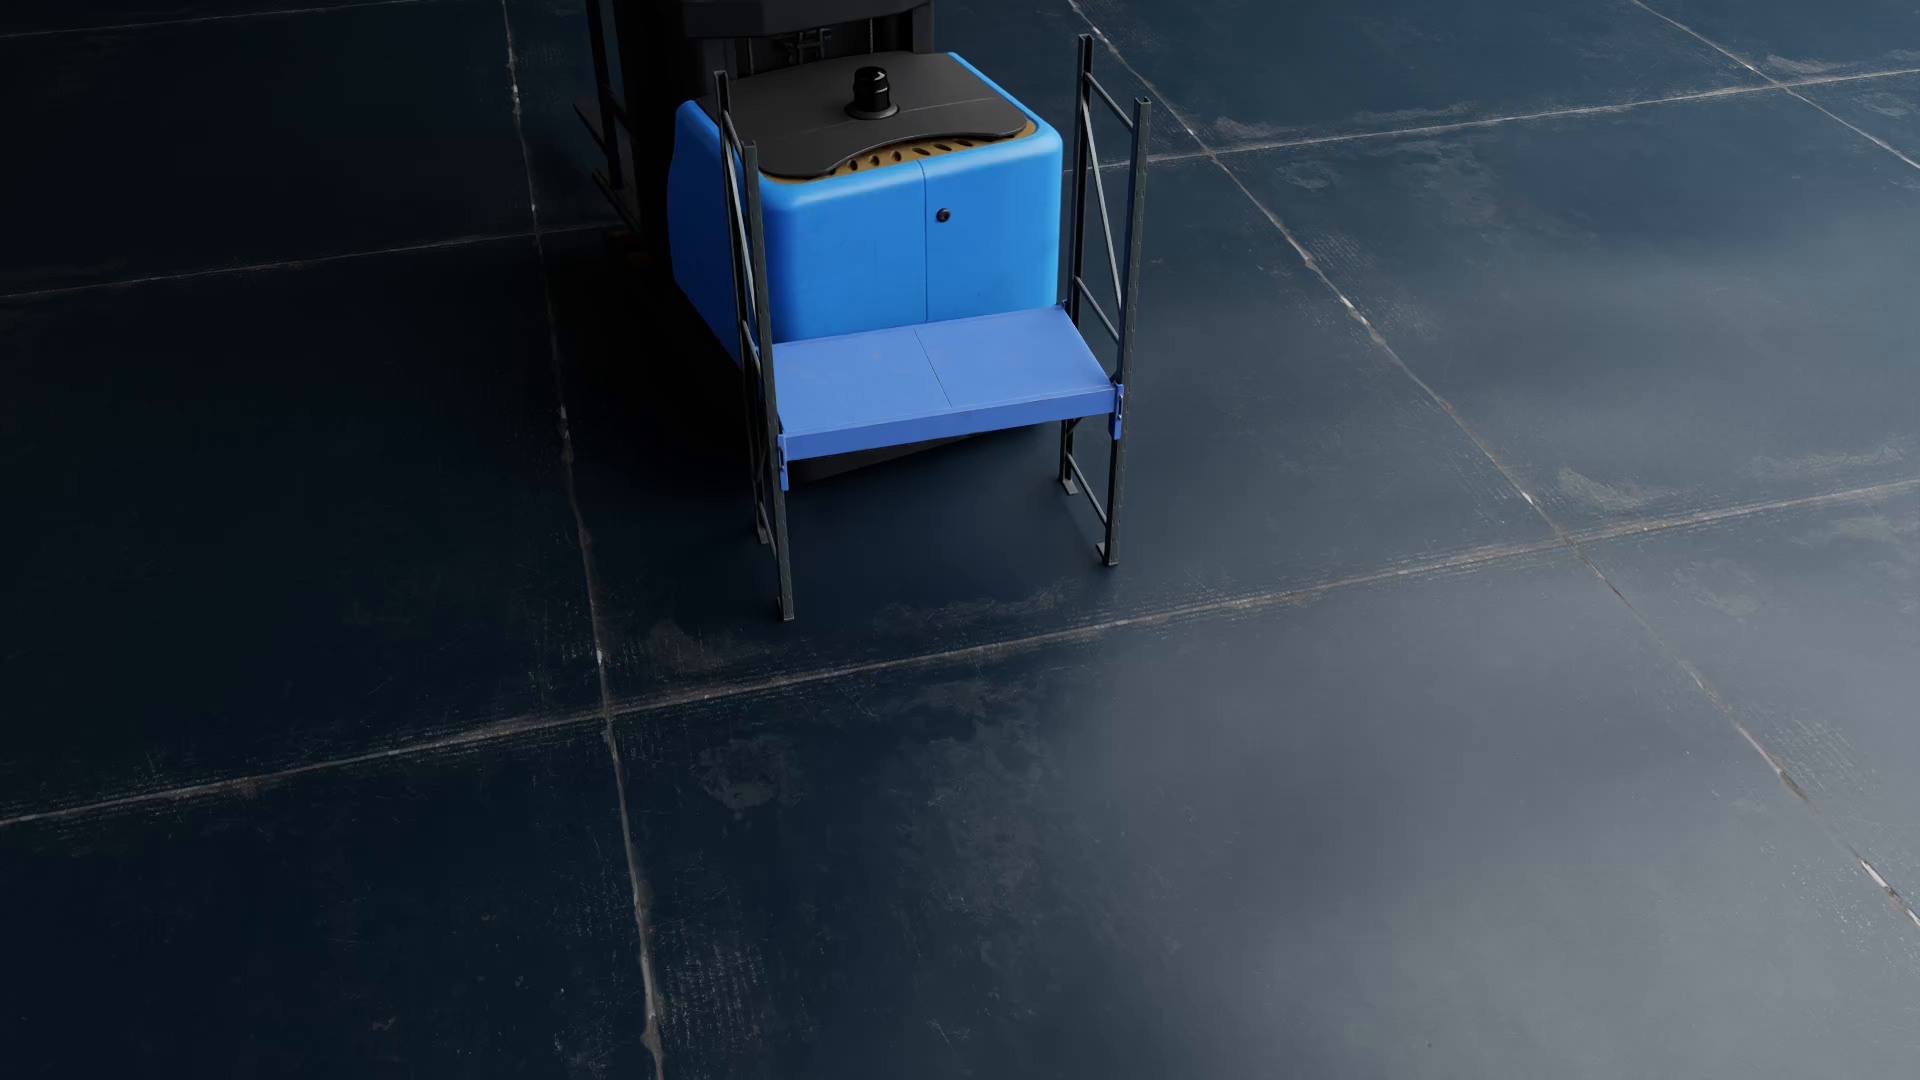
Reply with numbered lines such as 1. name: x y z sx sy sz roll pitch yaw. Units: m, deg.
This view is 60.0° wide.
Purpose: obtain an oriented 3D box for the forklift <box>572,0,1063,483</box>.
1. forklift: -0.768 -2.235 5.760 1.130 2.935 3.031 -17 40 -21

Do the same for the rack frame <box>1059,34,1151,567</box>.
1. rack frame: 0.408 -0.663 4.882 0.032 1.500 0.500 -9 38 -12

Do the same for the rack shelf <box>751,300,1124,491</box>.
1. rack shelf: -0.082 -0.439 4.886 1.000 0.185 0.538 -9 38 -12

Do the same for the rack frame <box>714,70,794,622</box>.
1. rack frame: -0.573 -0.502 4.671 0.032 1.500 0.500 -9 38 -12

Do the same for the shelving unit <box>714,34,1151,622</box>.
1. shelving unit: -0.082 -0.582 4.777 1.048 1.500 0.538 -9 38 -12
